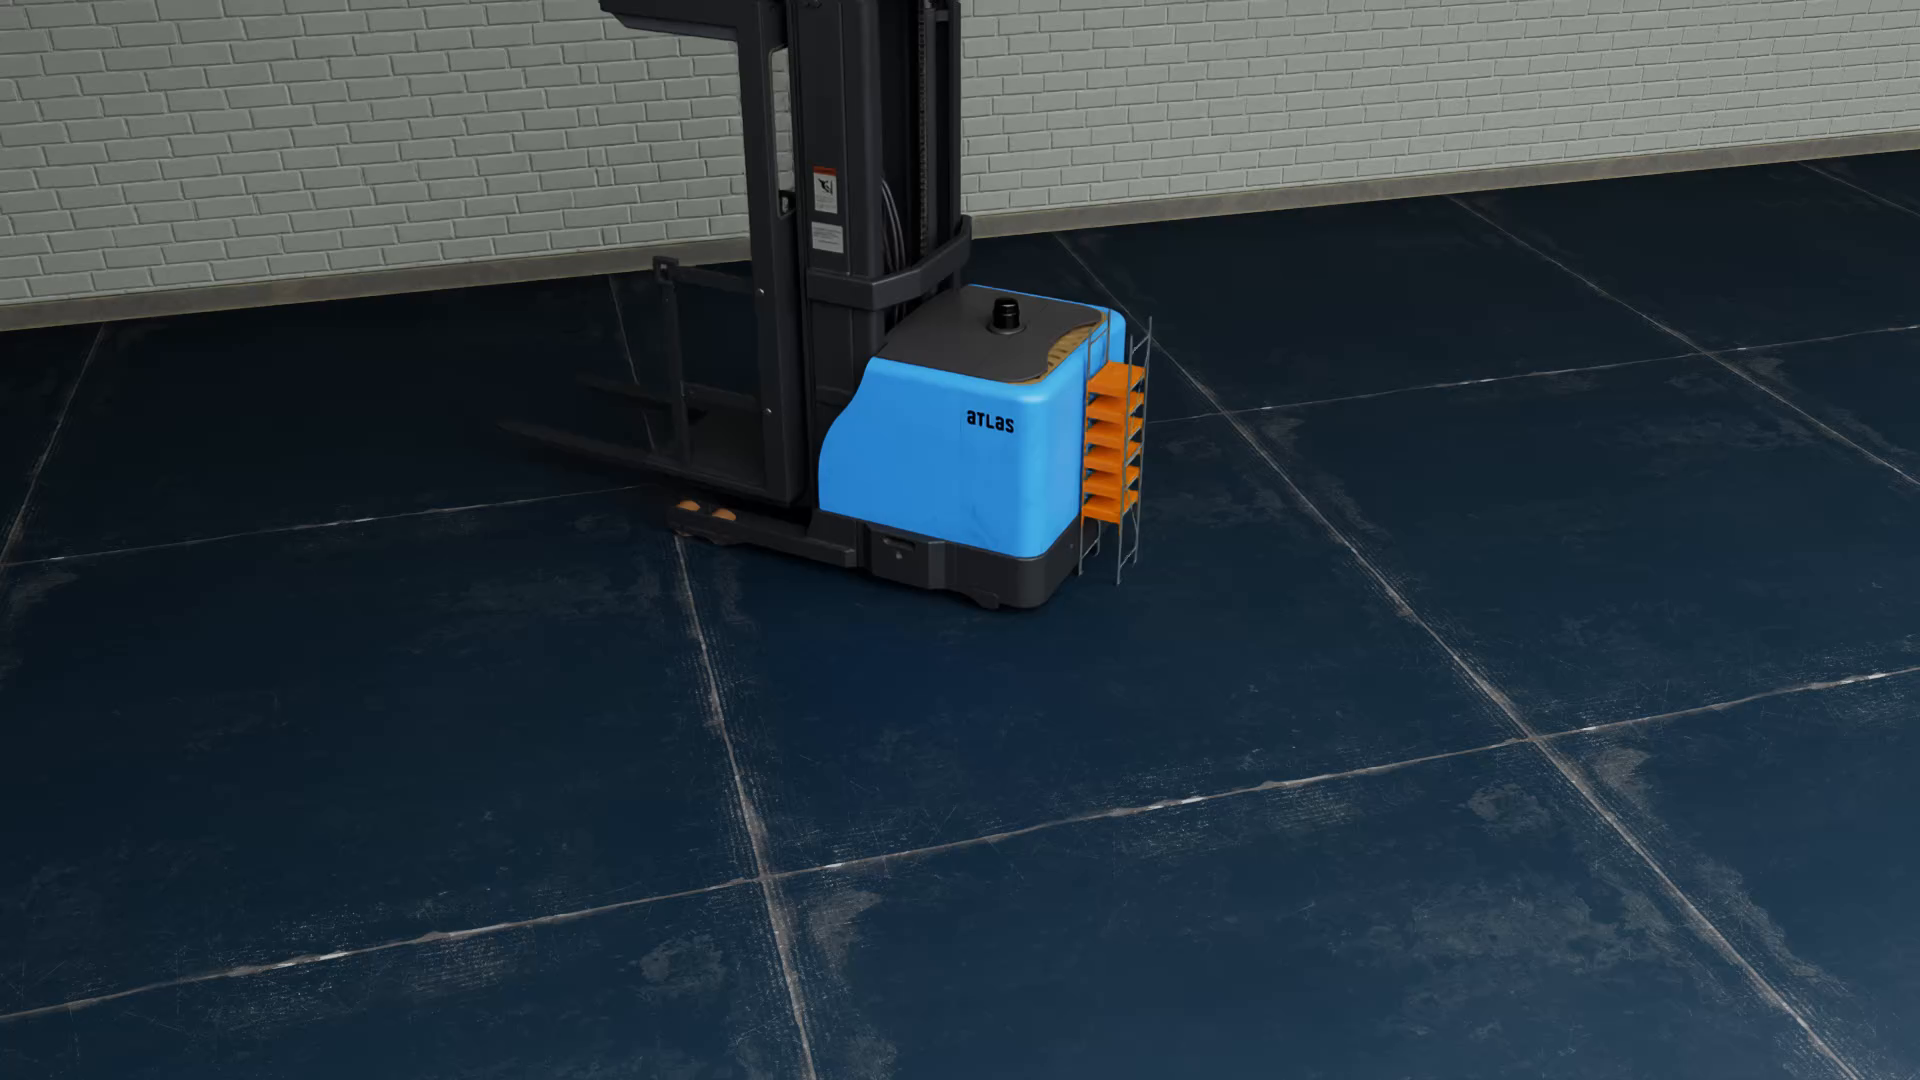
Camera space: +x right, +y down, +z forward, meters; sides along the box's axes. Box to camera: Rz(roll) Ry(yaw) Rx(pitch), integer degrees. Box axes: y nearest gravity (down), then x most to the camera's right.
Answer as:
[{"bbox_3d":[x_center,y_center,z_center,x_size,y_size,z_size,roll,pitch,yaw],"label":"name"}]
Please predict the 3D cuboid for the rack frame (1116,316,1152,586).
[{"bbox_3d":[0.751,-0.369,7.189,0.006,1.200,0.240,14,33,22],"label":"rack frame"}]

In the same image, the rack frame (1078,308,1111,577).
[{"bbox_3d":[0.586,-0.409,7.258,0.006,1.200,0.240,14,33,22],"label":"rack frame"}]

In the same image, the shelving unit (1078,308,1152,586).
[{"bbox_3d":[0.668,-0.389,7.224,0.189,1.200,0.258,14,33,22],"label":"shelving unit"}]

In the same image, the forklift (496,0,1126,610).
[{"bbox_3d":[-0.807,-1.465,7.355,3.031,2.935,1.130,14,33,22],"label":"forklift"}]

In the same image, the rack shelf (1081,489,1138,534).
[{"bbox_3d":[0.668,-0.142,7.366,0.180,0.103,0.258,14,33,22],"label":"rack shelf"}]

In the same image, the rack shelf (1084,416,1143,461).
[{"bbox_3d":[0.668,-0.454,7.186,0.180,0.103,0.258,14,33,22],"label":"rack shelf"}]

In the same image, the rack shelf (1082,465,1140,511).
[{"bbox_3d":[0.668,-0.246,7.306,0.180,0.103,0.258,14,33,22],"label":"rack shelf"}]

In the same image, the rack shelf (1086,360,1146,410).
[{"bbox_3d":[0.668,-0.662,7.065,0.180,0.103,0.258,14,33,22],"label":"rack shelf"}]

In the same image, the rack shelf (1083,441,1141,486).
[{"bbox_3d":[0.668,-0.350,7.246,0.180,0.103,0.258,14,33,22],"label":"rack shelf"}]

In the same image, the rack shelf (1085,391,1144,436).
[{"bbox_3d":[0.668,-0.558,7.126,0.180,0.103,0.258,14,33,22],"label":"rack shelf"}]
